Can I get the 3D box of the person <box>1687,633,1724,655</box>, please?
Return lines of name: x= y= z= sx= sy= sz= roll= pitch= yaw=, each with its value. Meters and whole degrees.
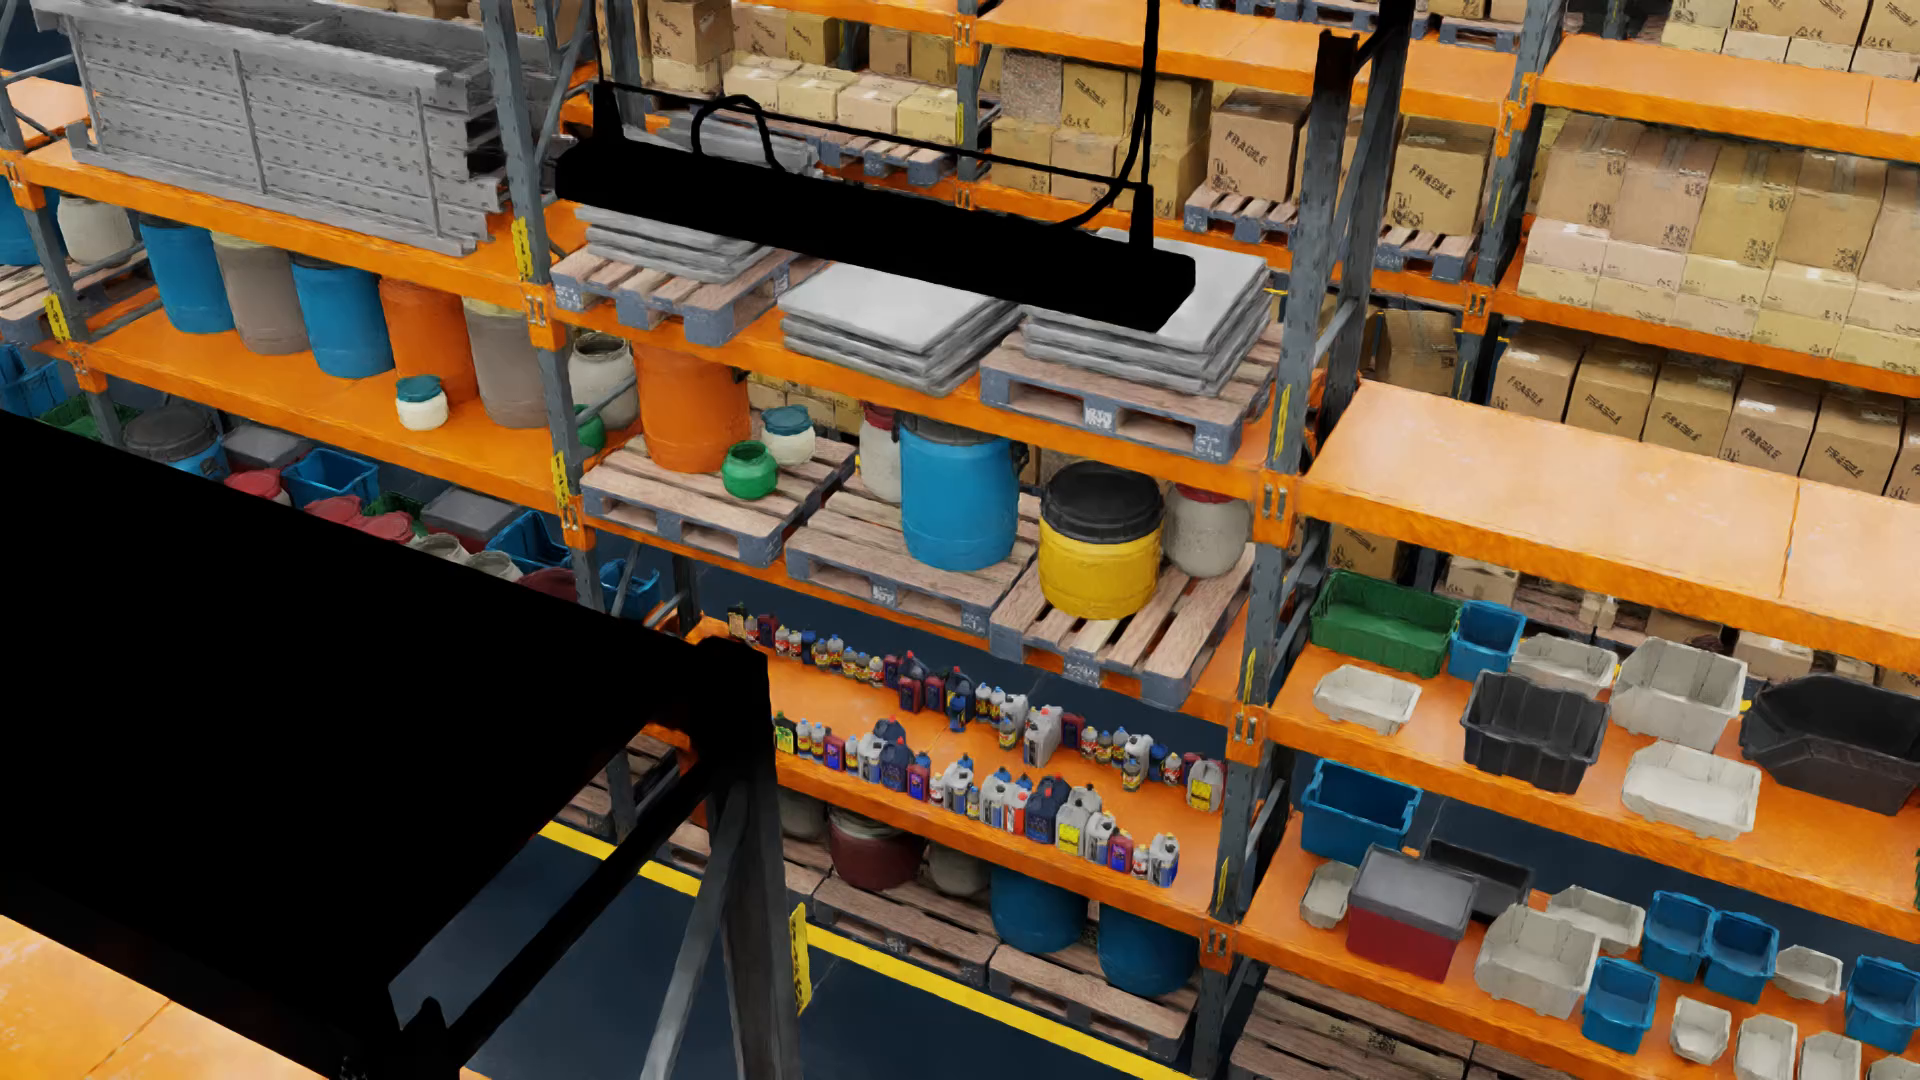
person: x=4.556 y=1.287 z=10.549 sx=0.557 sy=1.673 sz=0.390 roll=9 pitch=36 yaw=12
